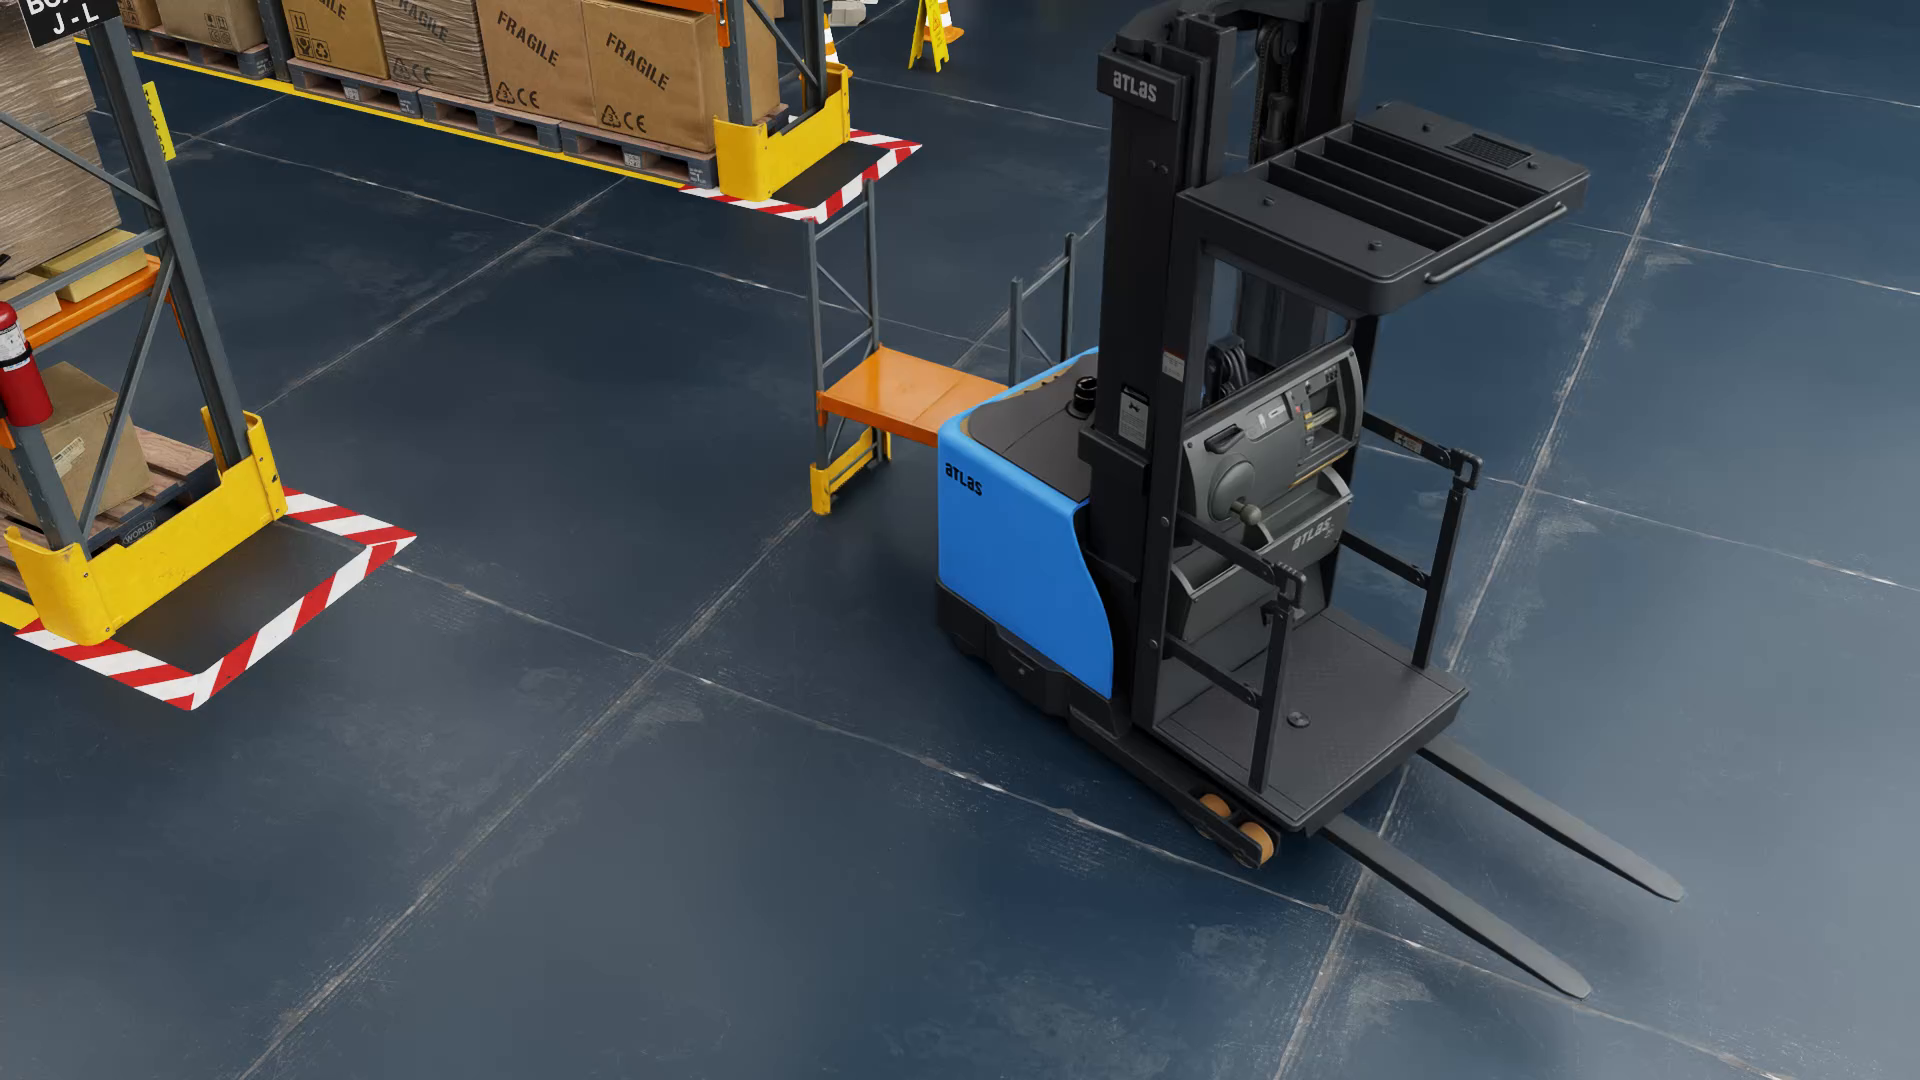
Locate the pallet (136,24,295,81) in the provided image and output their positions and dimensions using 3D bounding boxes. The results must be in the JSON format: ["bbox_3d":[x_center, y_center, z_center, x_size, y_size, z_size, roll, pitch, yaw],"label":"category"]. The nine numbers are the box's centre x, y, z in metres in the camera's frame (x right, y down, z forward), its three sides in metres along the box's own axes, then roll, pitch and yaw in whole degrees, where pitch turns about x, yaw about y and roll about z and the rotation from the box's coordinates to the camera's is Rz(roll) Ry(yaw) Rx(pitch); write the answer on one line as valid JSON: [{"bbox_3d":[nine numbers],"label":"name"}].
[{"bbox_3d":[-5.441,-3.875,12.681,1.213,0.211,1.003,17,41,21],"label":"pallet"}]

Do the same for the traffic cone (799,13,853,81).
[{"bbox_3d":[-0.988,-3.599,12.109,0.334,0.463,0.336,17,41,21],"label":"traffic cone"}]

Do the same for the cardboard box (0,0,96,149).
[{"bbox_3d":[-3.903,-1.921,6.644,0.500,0.500,0.500,17,41,21],"label":"cardboard box"}]

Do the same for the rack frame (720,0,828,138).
[{"bbox_3d":[-1.169,-3.700,10.143,0.127,3.000,1.000,17,41,21],"label":"rack frame"}]

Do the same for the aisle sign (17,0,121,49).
[{"bbox_3d":[-3.347,-2.244,6.076,0.004,0.787,0.394,17,41,21],"label":"aisle sign"}]

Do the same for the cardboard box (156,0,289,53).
[{"bbox_3d":[-5.314,-4.208,12.325,0.750,0.750,1.050,17,40,21],"label":"cardboard box"}]

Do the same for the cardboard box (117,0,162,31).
[{"bbox_3d":[-6.169,-4.478,12.681,0.750,0.750,1.050,17,41,21],"label":"cardboard box"}]

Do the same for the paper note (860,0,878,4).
[{"bbox_3d":[-0.737,-4.397,13.517,0.142,0.019,0.148,4,37,6],"label":"paper note"}]

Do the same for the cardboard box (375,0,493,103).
[{"bbox_3d":[-3.393,-3.672,11.517,0.875,0.875,0.875,18,41,22],"label":"cardboard box"}]

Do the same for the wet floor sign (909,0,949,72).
[{"bbox_3d":[-0.233,-3.817,12.245,0.232,0.644,0.267,11,38,14],"label":"wet floor sign"}]

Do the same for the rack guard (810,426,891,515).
[{"bbox_3d":[-0.525,-0.380,8.044,0.087,0.250,0.587,20,42,24],"label":"rack guard"}]

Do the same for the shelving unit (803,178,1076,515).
[{"bbox_3d":[-0.099,-0.722,7.461,1.083,1.500,0.587,20,42,24],"label":"shelving unit"}]

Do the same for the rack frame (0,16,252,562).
[{"bbox_3d":[-3.540,-1.065,6.672,0.127,3.000,1.000,17,41,21],"label":"rack frame"}]

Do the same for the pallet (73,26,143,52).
[{"bbox_3d":[-6.529,-4.214,13.127,1.213,0.211,1.003,17,41,21],"label":"pallet"}]

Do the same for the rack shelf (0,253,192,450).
[{"bbox_3d":[-5.316,-1.335,7.622,4.000,0.370,1.077,17,41,21],"label":"rack shelf"}]

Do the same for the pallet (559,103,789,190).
[{"bbox_3d":[-1.915,-2.769,11.224,1.213,0.211,1.003,17,41,21],"label":"pallet"}]

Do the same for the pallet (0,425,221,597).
[{"bbox_3d":[-4.313,-0.220,7.866,1.213,0.211,1.003,17,41,21],"label":"pallet"}]

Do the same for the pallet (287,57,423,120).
[{"bbox_3d":[-4.082,-3.448,12.118,1.213,0.211,1.003,17,41,21],"label":"pallet"}]

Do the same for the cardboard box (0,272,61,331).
[{"bbox_3d":[-3.888,-0.933,6.706,0.250,0.149,0.380,17,41,21],"label":"cardboard box"}]

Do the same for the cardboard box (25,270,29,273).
[{"bbox_3d":[-3.897,-1.252,7.126,0.250,0.149,0.380,17,41,21],"label":"cardboard box"}]

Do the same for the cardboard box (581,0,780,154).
[{"bbox_3d":[-1.802,-3.174,10.860,0.875,0.875,0.875,18,41,22],"label":"cardboard box"}]

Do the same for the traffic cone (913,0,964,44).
[{"bbox_3d":[-0.166,-4.112,12.784,0.334,0.463,0.336,17,41,21],"label":"traffic cone"}]

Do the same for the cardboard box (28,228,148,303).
[{"bbox_3d":[-3.684,-1.172,7.021,0.250,0.149,0.380,17,41,21],"label":"cardboard box"}]

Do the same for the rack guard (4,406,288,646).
[{"bbox_3d":[-3.608,-0.090,7.456,0.348,0.500,1.175,17,41,21],"label":"rack guard"}]

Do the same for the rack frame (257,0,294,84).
[{"bbox_3d":[-4.721,-4.812,11.608,0.127,3.000,1.000,17,41,21],"label":"rack frame"}]

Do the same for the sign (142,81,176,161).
[{"bbox_3d":[-3.291,-1.701,6.794,0.005,0.325,0.100,17,41,21],"label":"sign"}]

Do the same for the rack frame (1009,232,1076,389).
[{"bbox_3d":[0.344,-0.560,7.247,0.032,1.500,0.500,20,42,24],"label":"rack frame"}]

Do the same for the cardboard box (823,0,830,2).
[{"bbox_3d":[-1.075,-4.530,13.594,0.380,0.149,0.250,-21,42,-25],"label":"cardboard box"}]

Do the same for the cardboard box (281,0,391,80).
[{"bbox_3d":[-4.195,-3.921,11.844,0.875,0.875,0.875,18,41,22],"label":"cardboard box"}]

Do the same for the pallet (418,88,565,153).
[{"bbox_3d":[-2.995,-3.109,11.672,1.213,0.211,1.003,17,41,21],"label":"pallet"}]

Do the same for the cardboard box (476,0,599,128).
[{"bbox_3d":[-2.584,-3.417,11.181,0.875,0.875,0.875,17,40,21],"label":"cardboard box"}]

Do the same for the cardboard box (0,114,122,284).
[{"bbox_3d":[-4.016,-1.391,6.773,0.500,0.500,0.875,17,41,21],"label":"cardboard box"}]

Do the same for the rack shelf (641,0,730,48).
[{"bbox_3d":[-2.945,-3.969,11.093,4.000,0.370,1.077,17,41,21],"label":"rack shelf"}]

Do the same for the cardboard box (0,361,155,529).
[{"bbox_3d":[-4.087,-0.419,7.541,0.500,0.500,0.500,25,44,29],"label":"cardboard box"}]

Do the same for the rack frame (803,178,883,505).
[{"bbox_3d":[-0.526,-0.878,7.666,0.032,1.500,0.500,20,42,24],"label":"rack frame"}]

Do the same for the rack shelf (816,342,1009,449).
[{"bbox_3d":[-0.091,-0.576,7.566,1.000,0.185,0.538,20,42,24],"label":"rack shelf"}]

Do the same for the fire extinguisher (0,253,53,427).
[{"bbox_3d":[-3.650,-0.755,6.328,0.183,0.674,0.296,17,41,21],"label":"fire extinguisher"}]

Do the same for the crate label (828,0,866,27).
[{"bbox_3d":[-0.893,-4.167,13.126,0.298,0.136,0.250,-2,37,-2],"label":"crate label"}]

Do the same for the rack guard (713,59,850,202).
[{"bbox_3d":[-1.148,-2.698,10.890,0.348,0.500,1.175,17,41,21],"label":"rack guard"}]

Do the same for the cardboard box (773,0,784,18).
[{"bbox_3d":[-1.707,-4.520,13.289,0.637,0.503,0.797,-8,38,-10],"label":"cardboard box"}]

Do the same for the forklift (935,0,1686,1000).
[{"bbox_3d":[1.256,-0.308,5.731,1.130,2.935,3.031,-29,46,-32],"label":"forklift"}]
